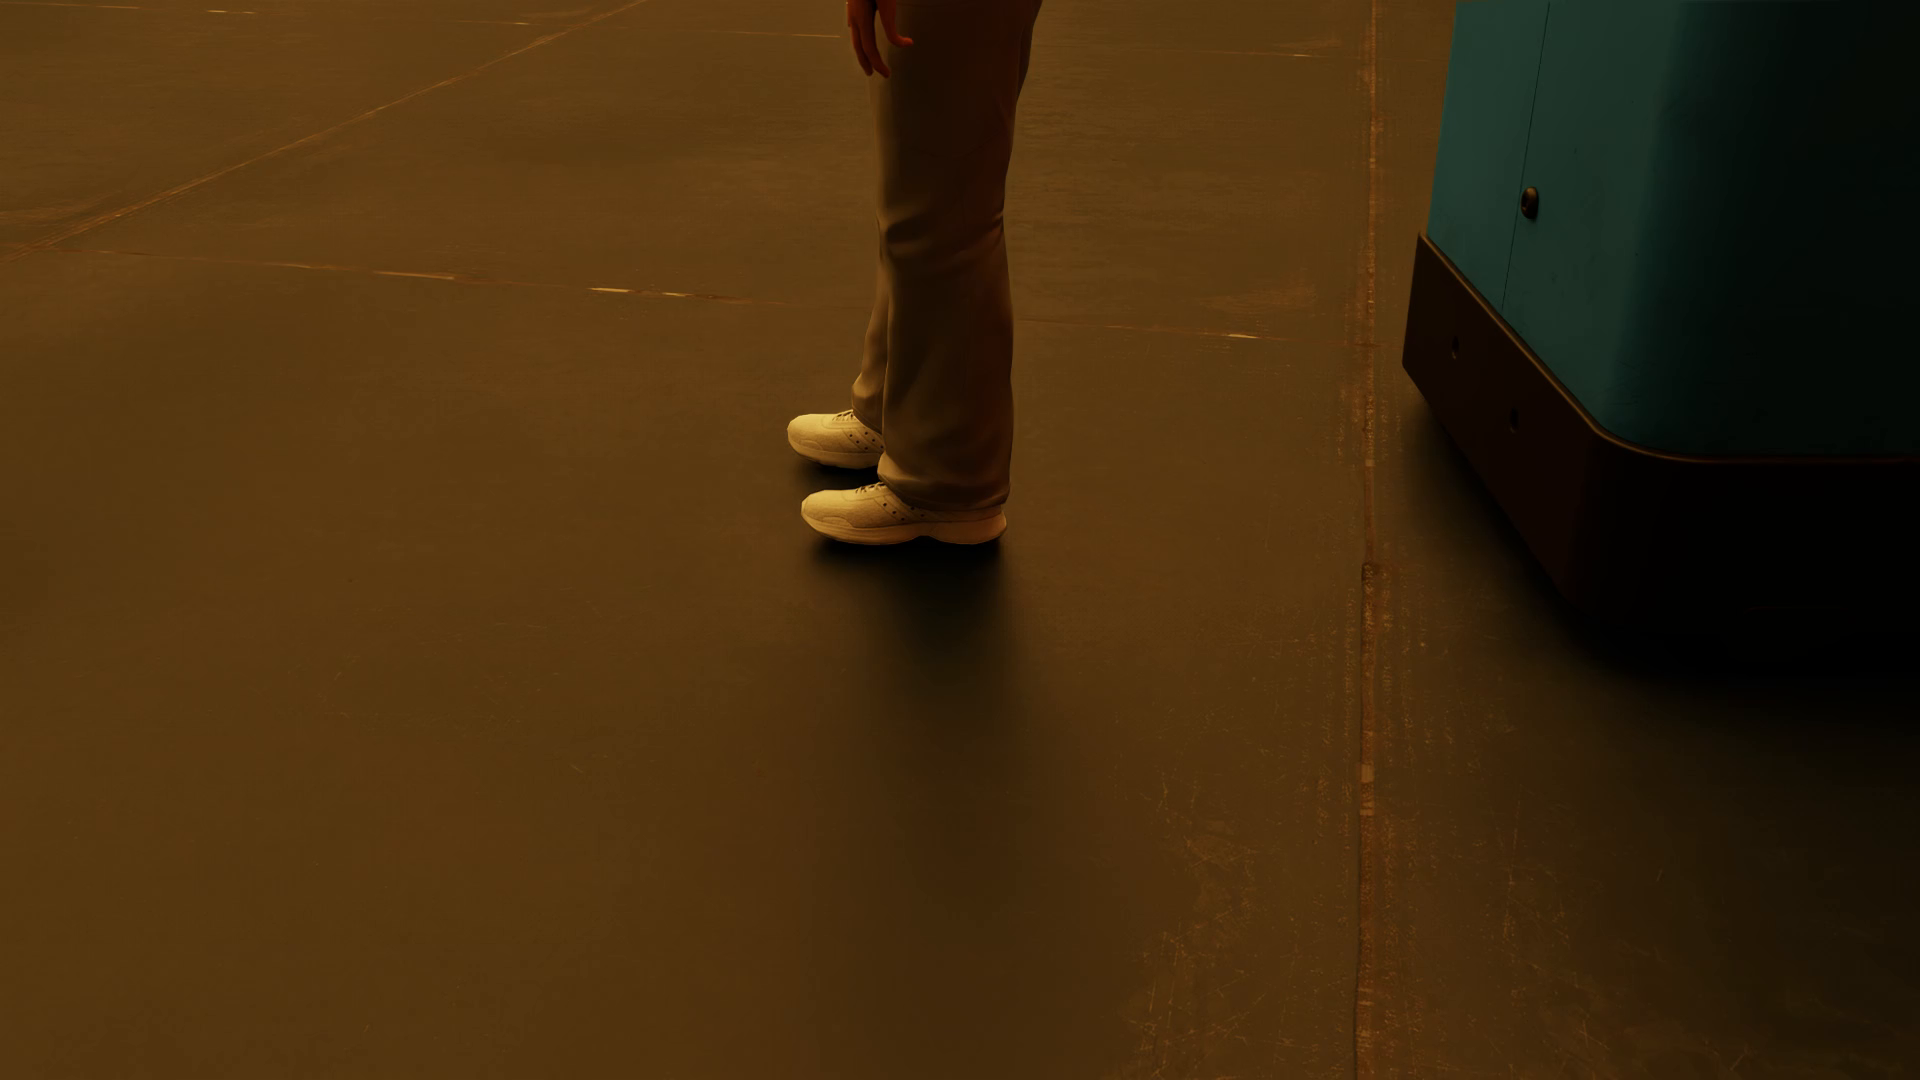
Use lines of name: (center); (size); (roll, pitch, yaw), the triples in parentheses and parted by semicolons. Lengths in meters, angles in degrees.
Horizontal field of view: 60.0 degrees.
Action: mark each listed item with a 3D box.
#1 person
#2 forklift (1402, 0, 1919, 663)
person: (-0.069, -0.768, 2.146); (0.549, 1.675, 0.549); (6, 27, 11)
forklift: (2.304, -1.367, 1.955); (3.031, 2.935, 1.130); (0, 27, -1)
